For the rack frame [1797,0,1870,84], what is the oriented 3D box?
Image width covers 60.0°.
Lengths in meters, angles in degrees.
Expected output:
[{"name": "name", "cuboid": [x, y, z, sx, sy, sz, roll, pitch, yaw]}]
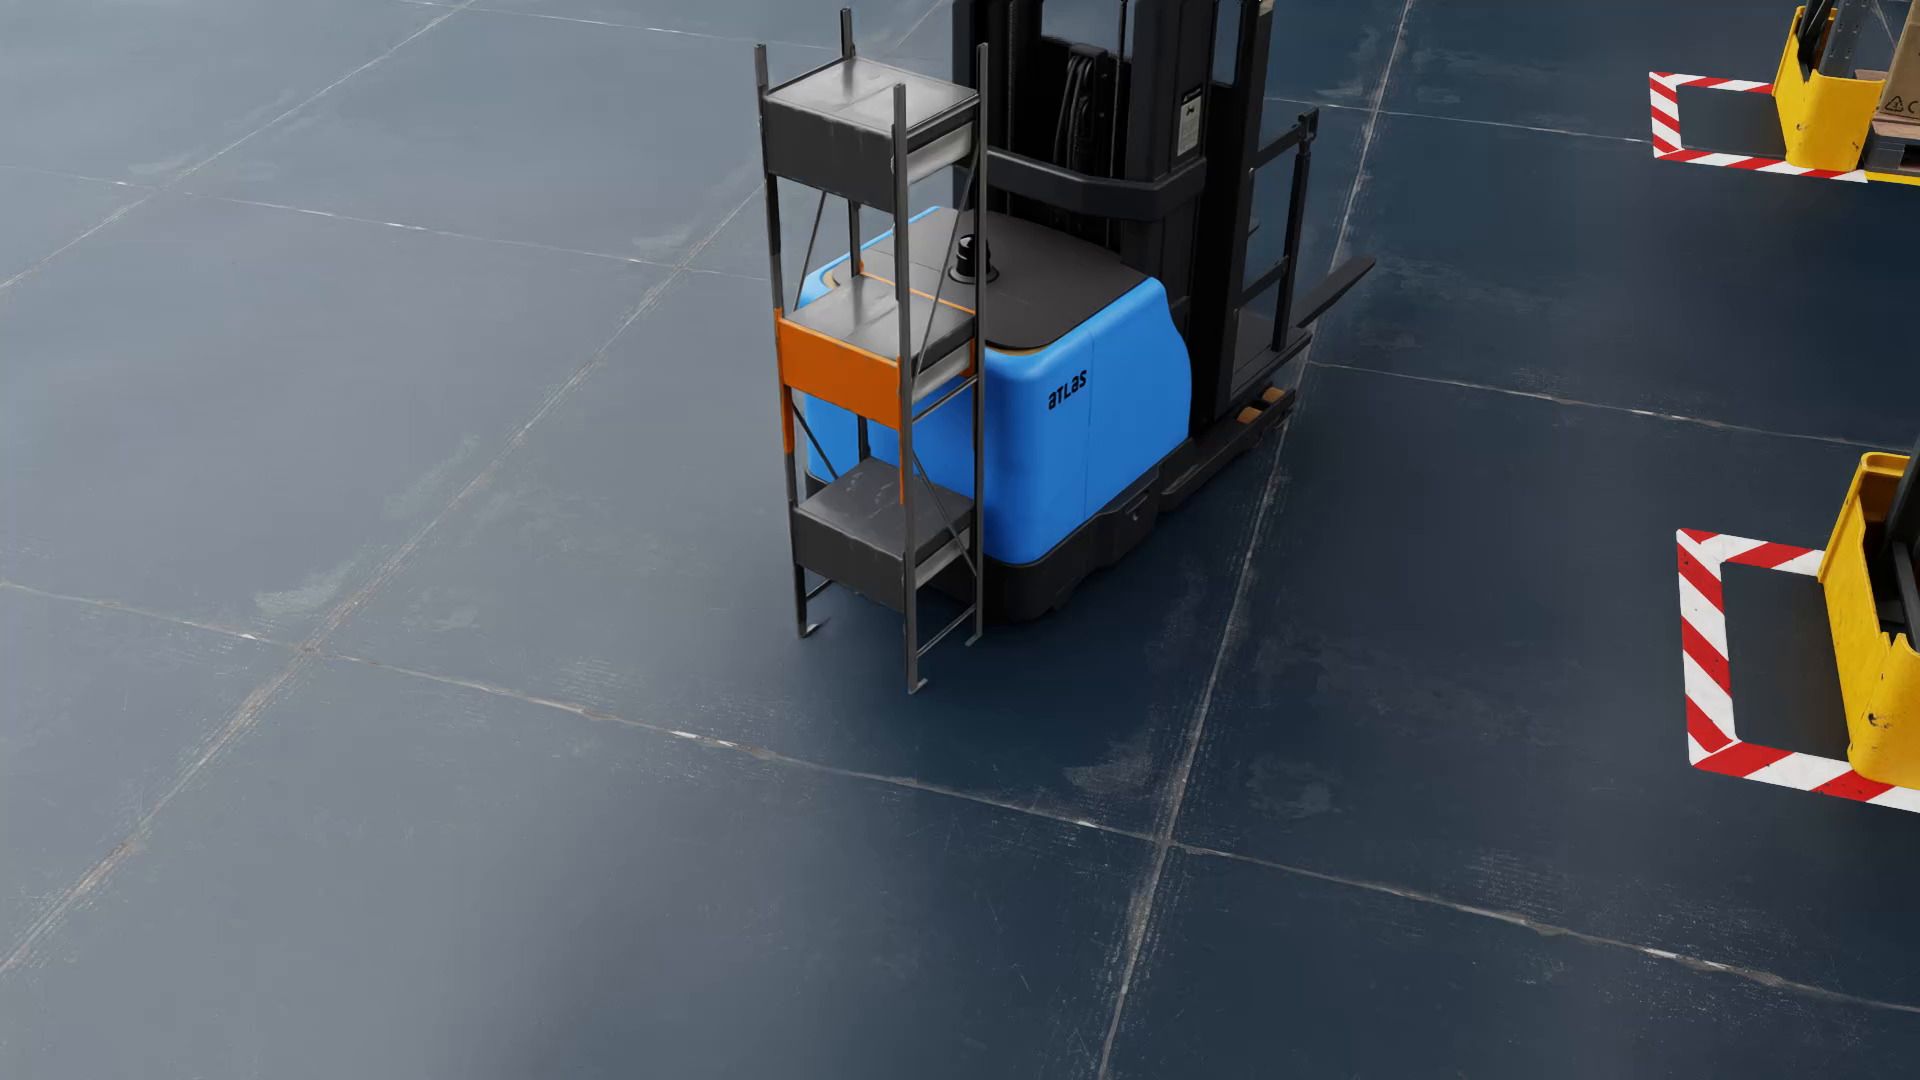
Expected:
[{"name": "rack frame", "cuboid": [4.746, -3.546, 8.538, 0.127, 3.000, 1.000, 10, 38, 14]}]

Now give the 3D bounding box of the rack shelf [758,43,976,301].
[{"name": "rack shelf", "cuboid": [-0.243, -1.061, 4.763, 0.480, 0.518, 0.431, 24, 43, 29]}]

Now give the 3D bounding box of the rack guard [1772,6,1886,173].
[{"name": "rack guard", "cuboid": [4.818, -2.526, 9.260, 0.348, 0.500, 1.175, 10, 38, 14]}]

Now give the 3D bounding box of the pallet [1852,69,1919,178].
[{"name": "pallet", "cuboid": [5.583, -2.246, 9.124, 1.213, 0.211, 1.003, 10, 38, 14]}]

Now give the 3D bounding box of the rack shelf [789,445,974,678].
[{"name": "rack shelf", "cuboid": [-0.243, 0.066, 5.593, 0.480, 0.518, 0.431, 24, 43, 29]}]

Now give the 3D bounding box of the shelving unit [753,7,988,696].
[{"name": "shelving unit", "cuboid": [-0.243, -0.509, 5.170, 0.503, 2.100, 0.431, 24, 43, 29]}]

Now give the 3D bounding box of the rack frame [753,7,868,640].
[{"name": "rack frame", "cuboid": [-0.439, -0.595, 5.287, 0.015, 2.100, 0.400, 24, 43, 29]}]

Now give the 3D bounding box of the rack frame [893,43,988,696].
[{"name": "rack frame", "cuboid": [-0.048, -0.422, 5.052, 0.015, 2.100, 0.400, 24, 43, 29]}]

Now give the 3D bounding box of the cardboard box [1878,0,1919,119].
[{"name": "cardboard box", "cuboid": [5.337, -2.589, 8.991, 0.500, 0.500, 0.500, 18, 40, 22]}]

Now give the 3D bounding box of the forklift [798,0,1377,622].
[{"name": "forklift", "cuboid": [0.727, -1.713, 6.104, 1.130, 2.935, 3.031, 25, 43, 29]}]

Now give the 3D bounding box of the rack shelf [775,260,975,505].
[{"name": "rack shelf", "cuboid": [-0.243, -0.498, 5.178, 0.480, 0.518, 0.431, 24, 43, 29]}]

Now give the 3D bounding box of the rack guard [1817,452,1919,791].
[{"name": "rack guard", "cuboid": [3.148, 0.245, 5.496, 0.348, 0.500, 1.175, 10, 38, 14]}]

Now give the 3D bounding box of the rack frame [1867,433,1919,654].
[{"name": "rack frame", "cuboid": [3.170, -0.758, 4.749, 0.127, 3.000, 1.000, 10, 38, 14]}]
